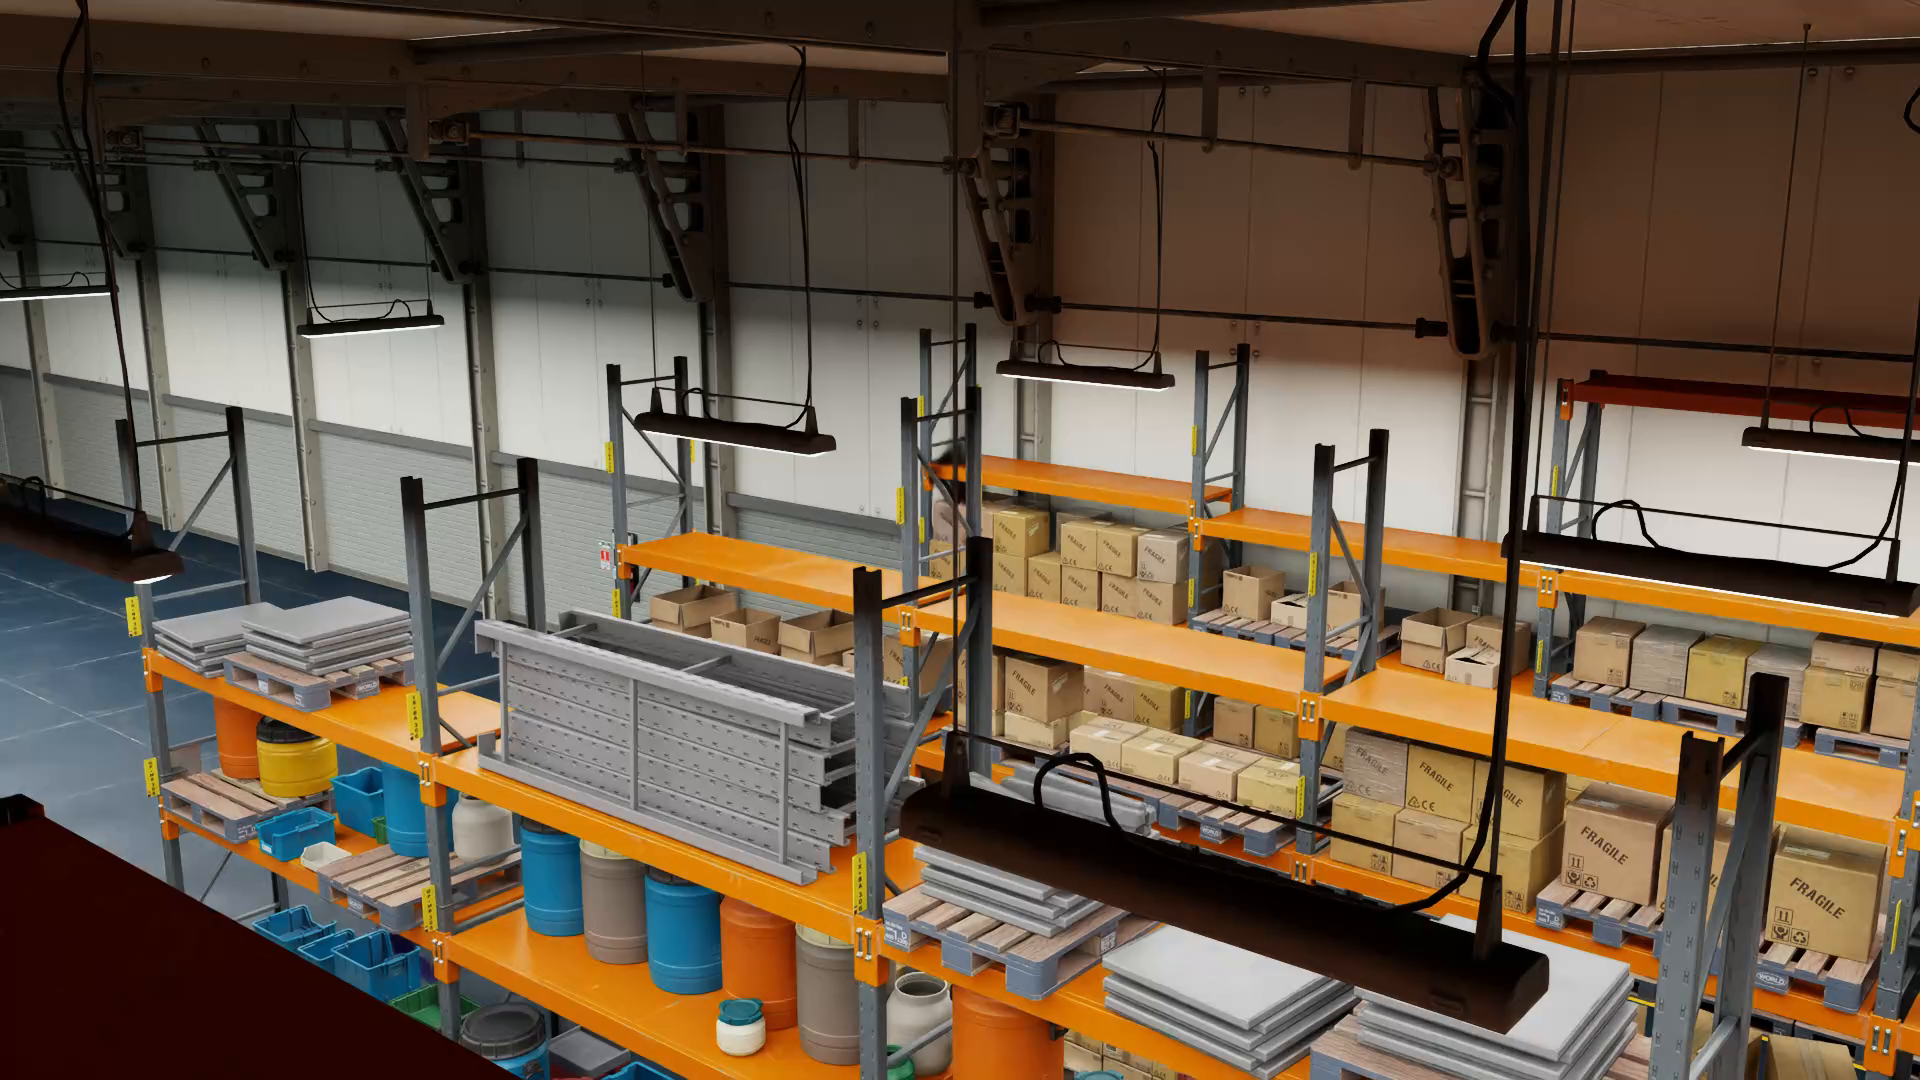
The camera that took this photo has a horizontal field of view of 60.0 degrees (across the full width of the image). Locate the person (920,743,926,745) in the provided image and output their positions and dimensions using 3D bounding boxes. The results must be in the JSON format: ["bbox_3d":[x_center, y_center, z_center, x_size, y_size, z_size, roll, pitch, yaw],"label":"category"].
[{"bbox_3d":[-0.396,3.076,18.935,0.822,1.625,0.531,6,14,25],"label":"person"}]

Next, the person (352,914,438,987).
[{"bbox_3d":[-5.515,3.732,16.161,0.992,1.544,0.576,3,13,11],"label":"person"}]
